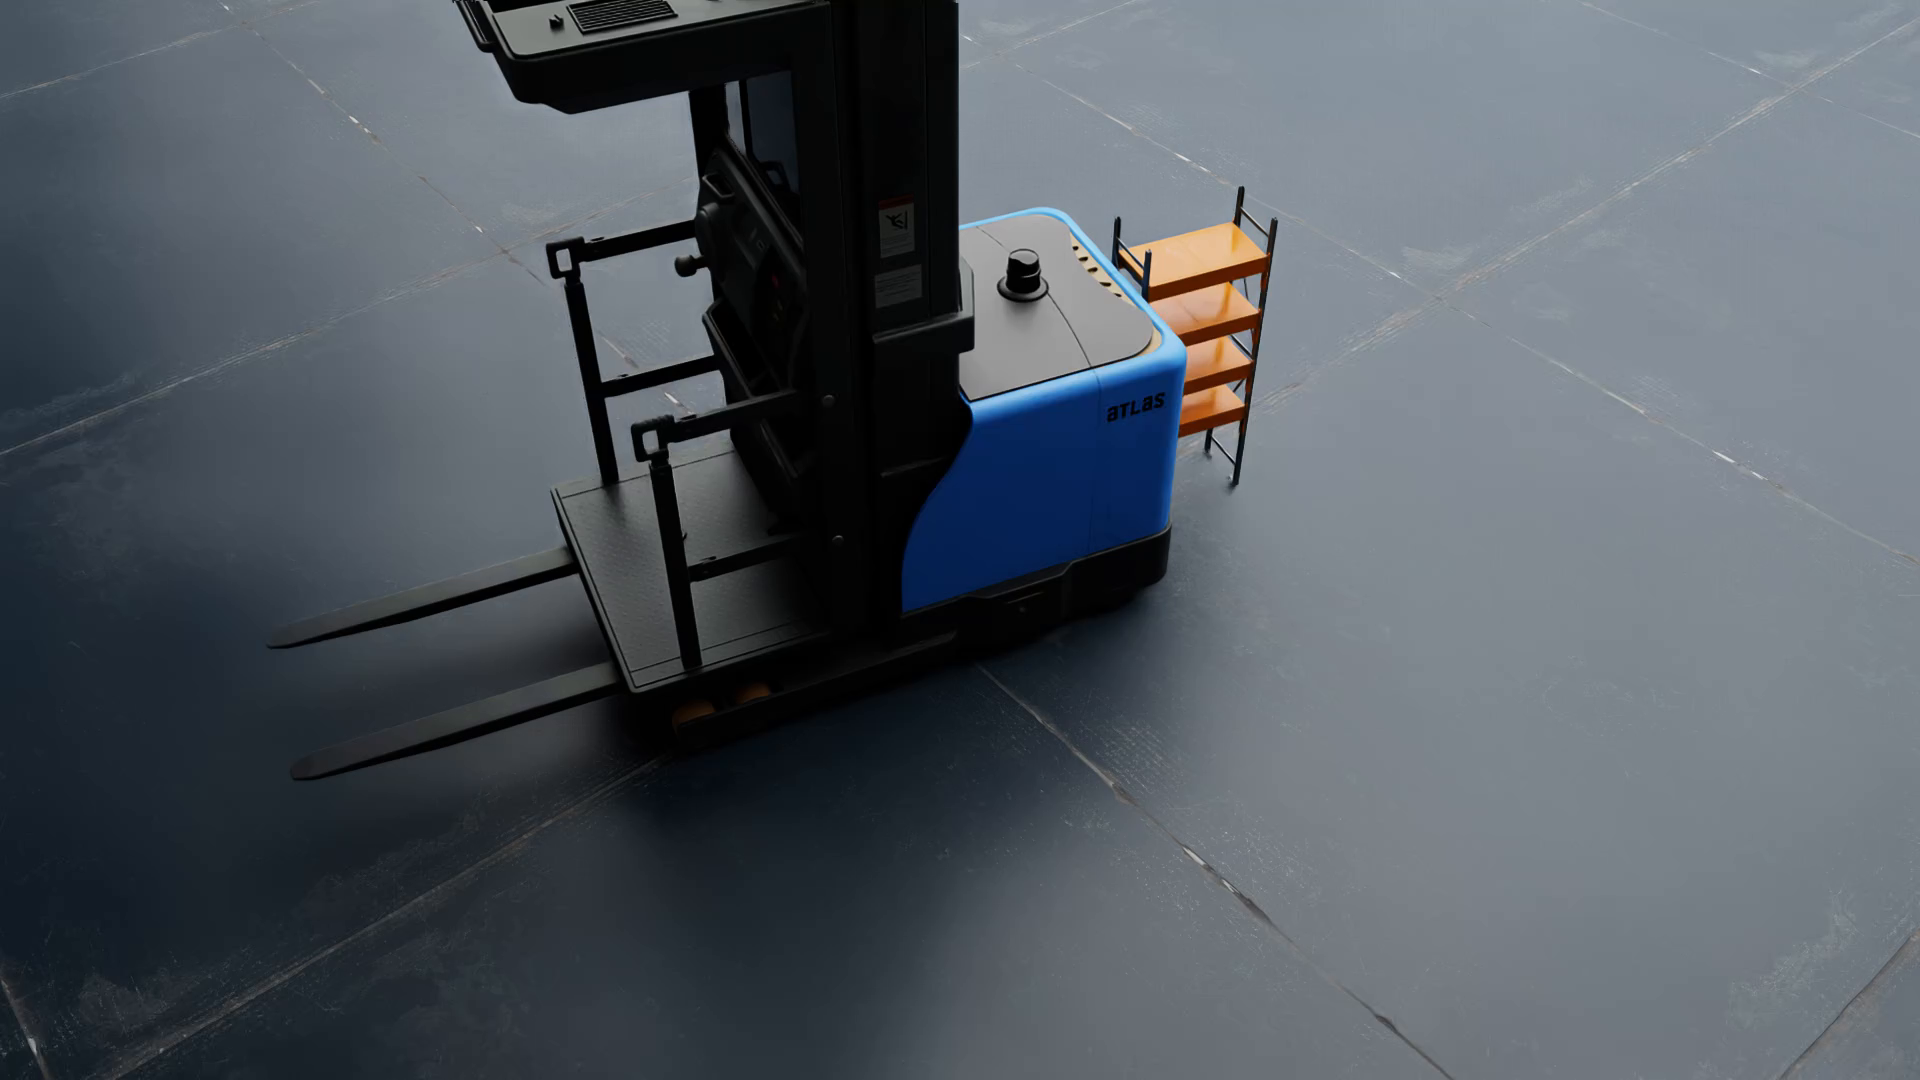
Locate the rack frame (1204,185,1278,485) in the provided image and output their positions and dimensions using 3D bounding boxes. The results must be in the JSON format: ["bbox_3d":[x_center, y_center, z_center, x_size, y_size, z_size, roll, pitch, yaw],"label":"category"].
[{"bbox_3d":[1.029,-0.727,6.148,0.015,1.200,0.240,-17,46,-17],"label":"rack frame"}]

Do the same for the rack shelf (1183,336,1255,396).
[{"bbox_3d":[0.806,-0.611,6.122,0.480,0.148,0.258,-17,46,-17],"label":"rack shelf"}]

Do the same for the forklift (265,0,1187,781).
[{"bbox_3d":[-0.812,-0.793,4.953,3.031,2.935,1.130,-17,46,-17],"label":"forklift"}]

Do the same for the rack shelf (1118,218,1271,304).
[{"bbox_3d":[0.806,-0.946,5.807,0.480,0.148,0.258,-17,46,-17],"label":"rack shelf"}]

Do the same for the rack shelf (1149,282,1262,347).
[{"bbox_3d":[0.806,-0.774,5.969,0.480,0.148,0.258,-17,46,-17],"label":"rack shelf"}]

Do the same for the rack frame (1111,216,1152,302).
[{"bbox_3d":[0.583,-0.592,6.004,0.015,1.200,0.240,-17,46,-17],"label":"rack frame"}]

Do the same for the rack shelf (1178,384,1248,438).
[{"bbox_3d":[0.806,-0.466,6.258,0.480,0.148,0.258,-17,46,-17],"label":"rack shelf"}]

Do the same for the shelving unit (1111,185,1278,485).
[{"bbox_3d":[0.806,-0.660,6.076,0.503,1.200,0.258,-17,46,-17],"label":"shelving unit"}]
